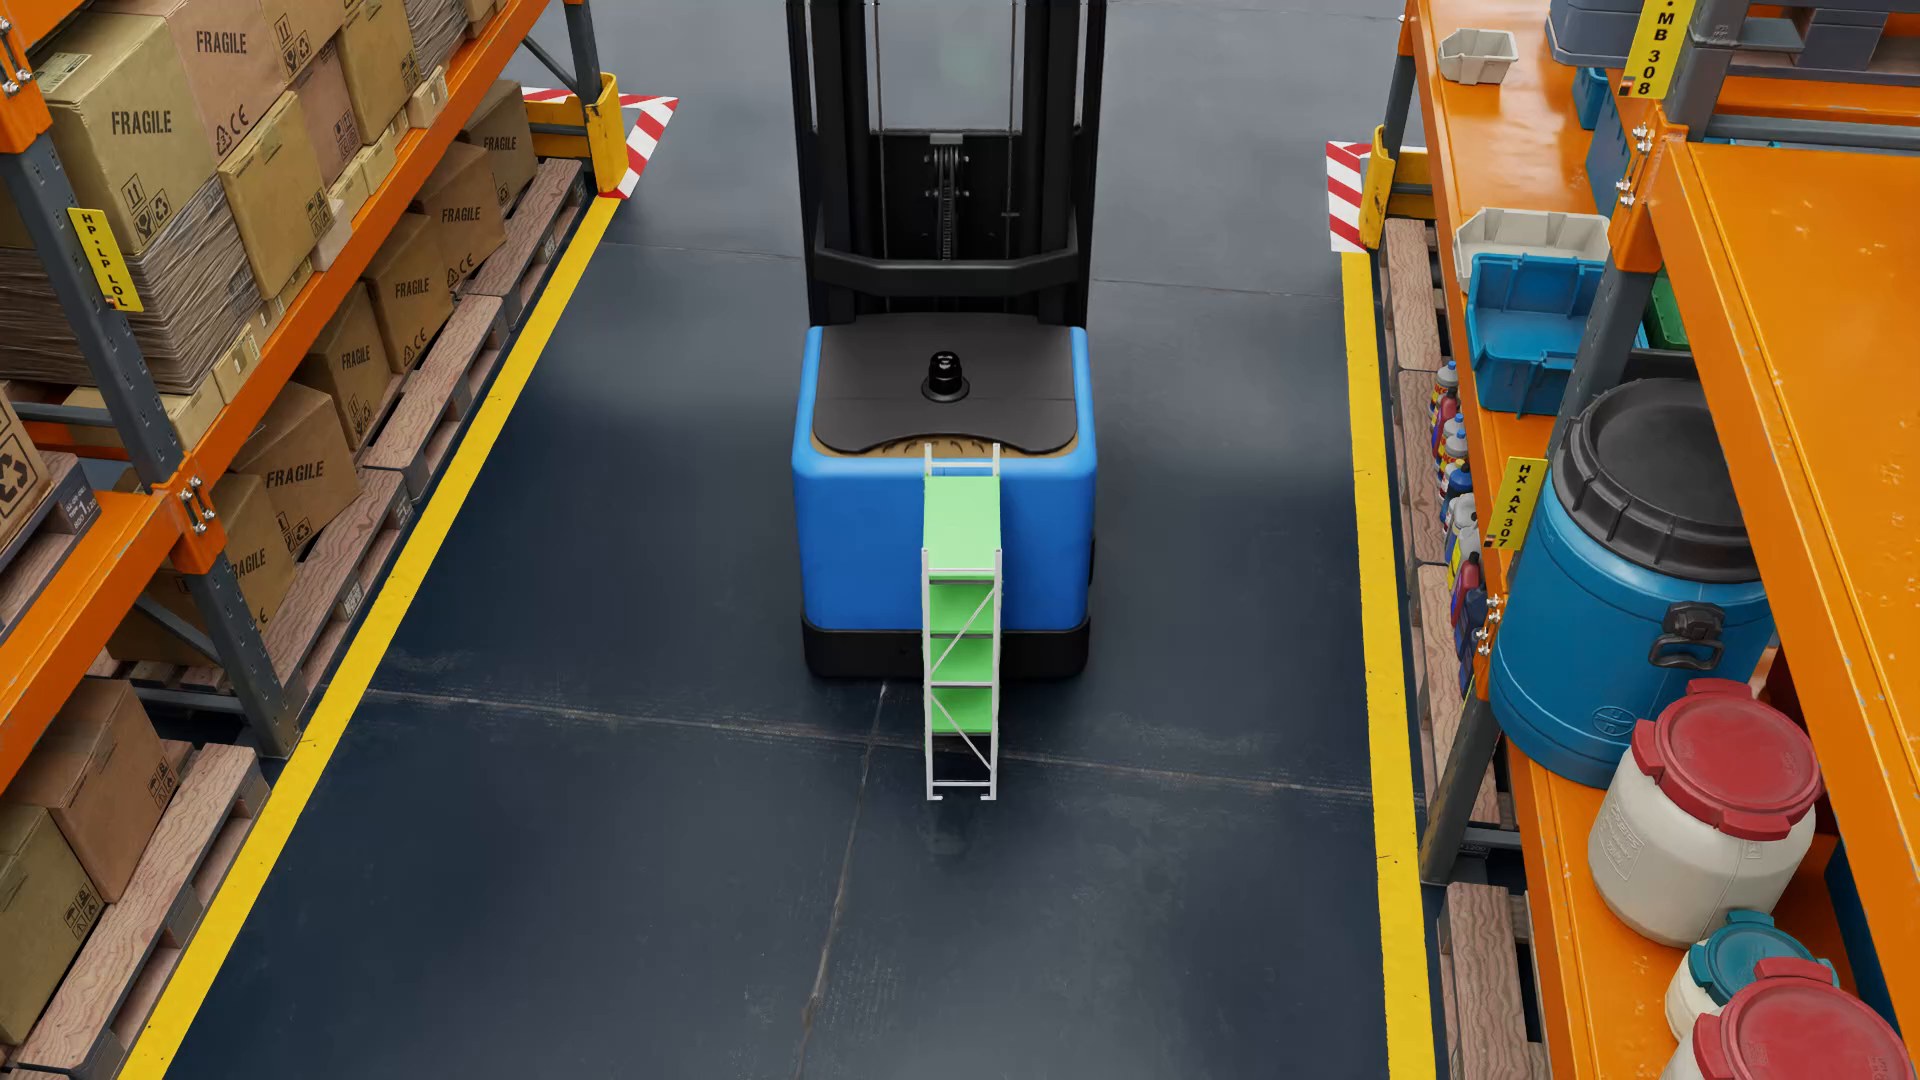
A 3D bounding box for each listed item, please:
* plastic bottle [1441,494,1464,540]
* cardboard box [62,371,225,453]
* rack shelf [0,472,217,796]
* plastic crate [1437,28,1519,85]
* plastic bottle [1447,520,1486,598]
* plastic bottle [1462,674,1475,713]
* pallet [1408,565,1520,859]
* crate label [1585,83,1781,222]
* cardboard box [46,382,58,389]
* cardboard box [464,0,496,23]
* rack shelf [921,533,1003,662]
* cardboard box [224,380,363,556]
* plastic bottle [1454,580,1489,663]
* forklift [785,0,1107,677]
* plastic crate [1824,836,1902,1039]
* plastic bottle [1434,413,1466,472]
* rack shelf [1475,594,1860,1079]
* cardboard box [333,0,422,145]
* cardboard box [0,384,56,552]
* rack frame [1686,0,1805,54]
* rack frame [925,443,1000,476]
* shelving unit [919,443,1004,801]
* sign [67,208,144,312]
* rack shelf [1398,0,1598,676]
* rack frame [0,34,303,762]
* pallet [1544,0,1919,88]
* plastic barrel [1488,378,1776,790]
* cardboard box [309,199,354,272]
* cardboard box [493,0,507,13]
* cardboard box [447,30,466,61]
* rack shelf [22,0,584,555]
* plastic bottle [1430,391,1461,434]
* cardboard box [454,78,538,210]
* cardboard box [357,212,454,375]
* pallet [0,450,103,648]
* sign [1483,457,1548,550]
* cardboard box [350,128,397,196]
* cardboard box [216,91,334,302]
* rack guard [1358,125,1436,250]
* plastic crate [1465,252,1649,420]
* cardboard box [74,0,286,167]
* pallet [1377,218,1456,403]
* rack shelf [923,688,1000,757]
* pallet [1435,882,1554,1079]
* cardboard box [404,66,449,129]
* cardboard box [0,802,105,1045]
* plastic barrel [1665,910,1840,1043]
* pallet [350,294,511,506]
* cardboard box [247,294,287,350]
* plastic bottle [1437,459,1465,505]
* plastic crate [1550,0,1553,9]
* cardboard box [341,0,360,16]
[{"bbox_3d":[1.916,-0.090,6.379,0.097,0.201,0.097,0,43,0],"label":"plastic bottle"},{"bbox_3d":[-2.549,-0.415,5.190,0.380,0.149,0.250,5,44,6],"label":"cardboard box"},{"bbox_3d":[-3.140,1.237,3.785,1.077,0.370,4.000,5,44,6],"label":"rack shelf"},{"bbox_3d":[2.126,-1.987,6.858,0.298,0.136,0.250,5,44,6],"label":"plastic crate"},{"bbox_3d":[1.902,0.049,6.123,0.144,0.351,0.185,5,44,5],"label":"plastic bottle"},{"bbox_3d":[1.771,0.532,5.662,0.061,0.283,0.133,7,44,8],"label":"plastic bottle"},{"bbox_3d":[2.164,0.622,5.940,1.003,0.211,1.213,5,44,6],"label":"pallet"},{"bbox_3d":[2.588,-1.397,6.018,0.502,0.435,0.616,5,44,6],"label":"crate label"},{"bbox_3d":[-3.096,-0.639,5.426,0.380,0.149,0.250,5,44,6],"label":"cardboard box"},{"bbox_3d":[-2.394,-2.534,6.955,0.875,0.500,0.500,5,44,6],"label":"cardboard box"},{"bbox_3d":[0.006,0.171,5.441,0.258,0.148,0.480,0,43,0],"label":"rack shelf"},{"bbox_3d":[-2.715,-0.292,6.389,0.500,0.500,0.500,19,46,19],"label":"cardboard box"},{"bbox_3d":[1.859,0.269,5.891,0.144,0.351,0.185,3,44,3],"label":"plastic bottle"},{"bbox_3d":[-0.045,-1.550,6.255,1.130,2.935,3.031,0,43,0],"label":"forklift"},{"bbox_3d":[2.197,0.849,3.684,0.392,0.384,0.575,5,44,6],"label":"plastic crate"},{"bbox_3d":[1.969,-0.391,6.646,0.097,0.271,0.097,0,43,0],"label":"plastic bottle"},{"bbox_3d":[1.770,1.687,3.310,1.077,0.370,4.000,5,44,6],"label":"rack shelf"},{"bbox_3d":[-2.580,-1.857,6.241,0.875,0.500,0.500,5,44,6],"label":"cardboard box"},{"bbox_3d":[-3.119,-0.229,4.068,1.000,1.000,1.000,6,44,6],"label":"cardboard box"},{"bbox_3d":[2.034,-2.115,2.439,1.000,3.000,0.127,5,44,6],"label":"rack frame"},{"bbox_3d":[0.007,0.131,5.739,0.240,1.200,0.015,0,43,0],"label":"rack frame"},{"bbox_3d":[0.006,0.299,5.562,0.258,1.200,0.503,0,43,0],"label":"shelving unit"},{"bbox_3d":[-2.325,-0.760,4.529,0.100,0.325,0.005,5,44,6],"label":"sign"},{"bbox_3d":[2.299,-1.039,6.189,1.077,0.370,4.000,5,44,6],"label":"rack shelf"},{"bbox_3d":[-2.875,-0.387,4.977,1.000,3.000,0.127,5,44,6],"label":"rack frame"},{"bbox_3d":[2.033,-1.458,4.064,1.213,0.211,1.003,5,44,6],"label":"pallet"},{"bbox_3d":[1.683,0.117,4.081,0.600,0.901,0.708,5,44,6],"label":"plastic barrel"},{"bbox_3d":[-2.400,-1.095,5.908,0.380,0.149,0.250,5,44,6],"label":"cardboard box"},{"bbox_3d":[-2.195,-2.464,7.353,0.380,0.149,0.250,5,44,6],"label":"cardboard box"},{"bbox_3d":[-2.318,-2.128,6.999,0.380,0.149,0.250,5,44,6],"label":"cardboard box"},{"bbox_3d":[-2.611,-1.489,6.664,1.077,0.370,4.000,5,44,6],"label":"rack shelf"},{"bbox_3d":[2.001,-0.529,6.842,0.097,0.201,0.097,0,43,0],"label":"plastic bottle"},{"bbox_3d":[-2.446,-1.934,8.124,0.500,0.500,0.500,13,45,13],"label":"cardboard box"},{"bbox_3d":[-2.592,-1.099,7.241,0.500,0.500,0.500,9,44,9],"label":"cardboard box"},{"bbox_3d":[-3.121,0.190,4.507,1.003,0.211,1.213,5,44,6],"label":"pallet"},{"bbox_3d":[1.490,-0.095,4.467,0.100,0.325,0.005,5,44,6],"label":"sign"},{"bbox_3d":[-2.364,-1.439,6.271,0.380,0.149,0.250,5,44,6],"label":"cardboard box"},{"bbox_3d":[-2.654,-1.170,5.515,0.875,0.500,0.500,5,44,6],"label":"cardboard box"},{"bbox_3d":[2.600,-1.699,8.181,1.175,0.500,0.348,5,44,6],"label":"rack guard"},{"bbox_3d":[1.911,-0.662,5.376,0.499,0.251,0.616,5,44,6],"label":"plastic crate"},{"bbox_3d":[-2.499,-1.519,5.156,0.500,0.500,0.500,5,44,6],"label":"cardboard box"},{"bbox_3d":[2.487,-1.041,7.696,1.003,0.211,1.213,5,44,6],"label":"pallet"},{"bbox_3d":[0.006,0.519,5.771,0.258,0.148,0.480,0,43,0],"label":"rack shelf"},{"bbox_3d":[1.969,1.614,4.892,1.003,0.211,1.213,5,44,6],"label":"pallet"},{"bbox_3d":[-2.274,-1.777,6.628,0.380,0.149,0.250,5,44,6],"label":"cardboard box"},{"bbox_3d":[-3.060,1.100,4.904,0.700,0.500,0.500,5,44,5],"label":"cardboard box"},{"bbox_3d":[1.707,1.001,3.612,0.301,0.262,0.301,0,43,0],"label":"plastic barrel"},{"bbox_3d":[-2.663,-0.669,7.304,1.003,0.211,1.213,5,44,6],"label":"pallet"},{"bbox_3d":[-2.497,-0.757,5.551,0.380,0.149,0.250,5,44,6],"label":"cardboard box"},{"bbox_3d":[1.943,-0.230,6.527,0.097,0.201,0.097,0,43,0],"label":"plastic bottle"},{"bbox_3d":[2.793,-2.241,7.043,0.499,0.251,0.616,5,44,6],"label":"plastic crate"},{"bbox_3d":[-2.378,-2.202,5.877,0.500,0.500,0.500,5,44,6],"label":"cardboard box"}]
